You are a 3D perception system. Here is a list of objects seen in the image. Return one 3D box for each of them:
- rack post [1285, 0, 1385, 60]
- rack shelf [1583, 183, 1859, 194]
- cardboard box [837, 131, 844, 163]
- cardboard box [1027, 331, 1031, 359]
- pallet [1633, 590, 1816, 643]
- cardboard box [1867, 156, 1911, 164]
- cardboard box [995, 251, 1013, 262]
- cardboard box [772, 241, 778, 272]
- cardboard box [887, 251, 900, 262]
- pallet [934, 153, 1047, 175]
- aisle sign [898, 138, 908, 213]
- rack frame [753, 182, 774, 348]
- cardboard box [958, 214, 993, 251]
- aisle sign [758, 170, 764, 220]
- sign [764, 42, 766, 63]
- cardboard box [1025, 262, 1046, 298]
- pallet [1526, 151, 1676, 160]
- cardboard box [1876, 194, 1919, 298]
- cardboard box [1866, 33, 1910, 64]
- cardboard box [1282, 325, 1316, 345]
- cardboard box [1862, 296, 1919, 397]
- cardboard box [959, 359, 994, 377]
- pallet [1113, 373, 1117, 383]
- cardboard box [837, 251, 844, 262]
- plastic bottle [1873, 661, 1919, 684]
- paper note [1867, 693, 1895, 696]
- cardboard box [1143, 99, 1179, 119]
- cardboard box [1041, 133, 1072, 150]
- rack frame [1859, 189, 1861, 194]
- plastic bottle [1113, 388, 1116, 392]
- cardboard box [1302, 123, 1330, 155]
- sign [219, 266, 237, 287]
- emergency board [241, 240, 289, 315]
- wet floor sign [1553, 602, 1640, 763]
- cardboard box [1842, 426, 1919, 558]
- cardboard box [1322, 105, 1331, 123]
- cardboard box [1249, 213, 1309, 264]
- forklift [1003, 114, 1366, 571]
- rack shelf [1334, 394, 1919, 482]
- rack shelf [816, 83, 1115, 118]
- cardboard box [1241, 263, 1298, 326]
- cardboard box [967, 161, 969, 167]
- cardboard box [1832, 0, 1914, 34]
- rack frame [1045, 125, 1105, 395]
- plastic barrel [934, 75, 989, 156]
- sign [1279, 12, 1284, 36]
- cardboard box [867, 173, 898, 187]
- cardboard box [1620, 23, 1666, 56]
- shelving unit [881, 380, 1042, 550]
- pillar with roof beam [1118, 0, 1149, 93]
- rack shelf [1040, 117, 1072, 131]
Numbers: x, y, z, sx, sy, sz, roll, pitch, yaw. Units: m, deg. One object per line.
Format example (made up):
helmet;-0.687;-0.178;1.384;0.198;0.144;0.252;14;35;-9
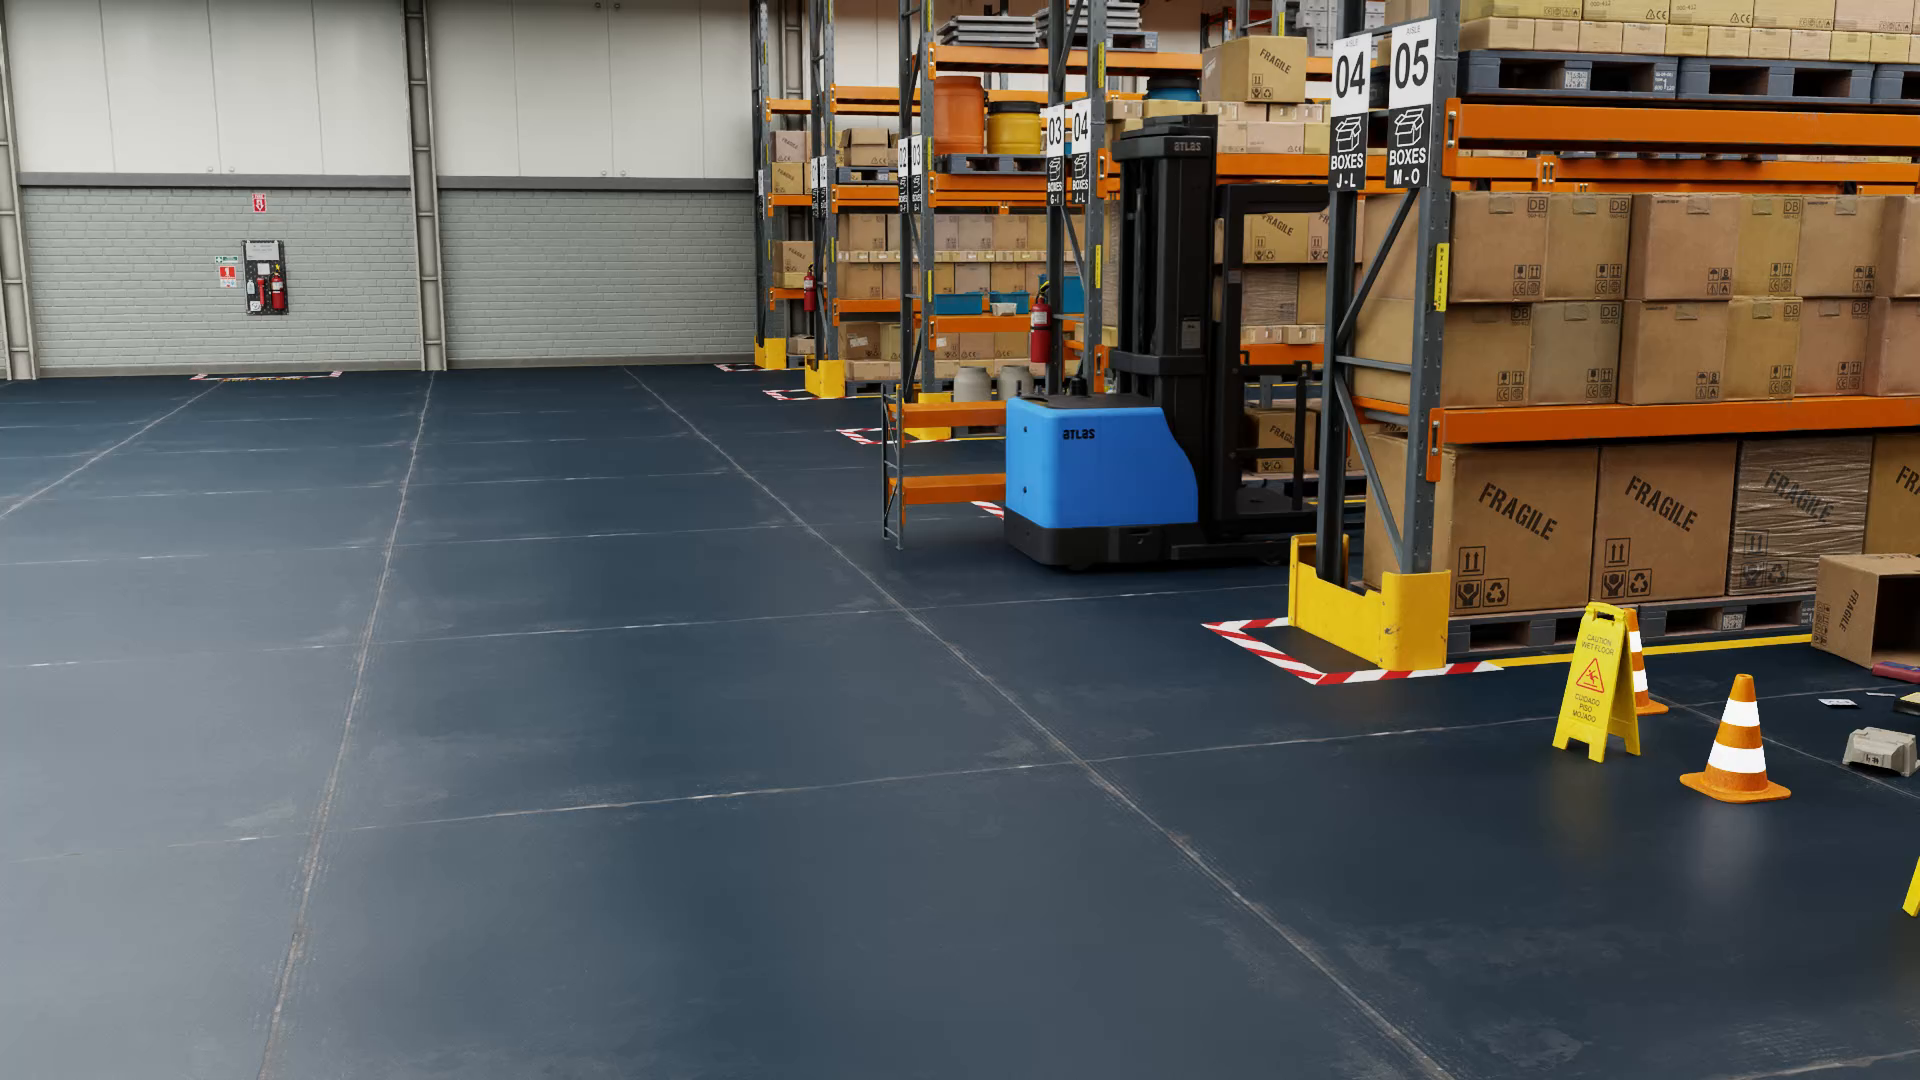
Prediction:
rack post;5.238;-6.011;19.289;3.121;1.000;1.013;-3;11;-16
rack shelf;9.132;-4.272;20.671;4.000;0.370;1.077;-3;11;-16
cardboard box;-1.816;-6.415;27.228;0.500;0.500;0.500;-3;11;-14
cardboard box;1.123;-2.847;23.589;0.500;0.500;0.500;-3;11;-16
pallet;4.119;0.340;9.618;1.213;0.211;1.003;-3;11;-16
cardboard box;8.208;-3.523;15.030;0.500;0.250;0.500;-3;11;-16
cardboard box;0.569;-3.962;23.214;0.250;0.149;0.380;-3;11;-14
cardboard box;-2.845;-4.733;27.757;0.500;0.500;0.500;-3;11;-17
cardboard box;-0.921;-3.883;22.786;0.250;0.149;0.380;-3;11;-16
pallet;0.352;-4.052;18.009;1.213;0.211;1.003;-3;11;-16
aisle sign;-0.622;-3.971;18.154;0.004;0.787;0.394;-3;11;-16
rack frame;-3.239;-4.367;27.483;0.127;3.000;1.000;-3;11;-16
cardboard box;0.120;-4.296;23.238;0.500;0.500;0.700;-3;11;-16
aisle sign;-3.224;-5.590;26.945;0.004;0.787;0.394;-3;11;-16
sign;-3.087;-7.721;26.336;0.005;0.325;0.100;-3;11;-16
cardboard box;1.061;-3.706;23.618;0.500;0.500;0.700;-3;11;-17
pallet;5.378;-3.382;14.365;1.003;0.211;1.213;-3;11;-16
cardboard box;5.185;-1.663;9.398;0.550;0.550;0.875;-3;11;-16
cardboard box;4.809;-2.601;8.862;0.250;0.149;0.380;-3;11;-15
cardboard box;2.722;-1.692;13.648;0.250;0.149;0.380;-3;11;-16
cardboard box;5.172;-1.140;9.541;0.550;0.550;0.875;-3;11;-16
cardboard box;0.167;-2.424;23.366;0.500;0.250;0.500;-3;11;-16
pallet;2.687;-2.381;24.398;1.213;0.211;1.003;-3;11;-16
cardboard box;-1.537;-3.927;23.024;0.250;0.149;0.380;-3;11;-17
plastic bottle;4.714;0.665;8.267;0.133;0.061;0.283;-8;13;-36
paper note;4.425;0.742;7.987;0.123;0.001;0.032;3;11;14
cardboard box;1.520;-3.351;12.994;0.250;0.149;0.380;-3;11;-15
cardboard box;1.433;-5.529;23.685;0.500;0.500;0.500;-2;11;-11
rack frame;11.052;-3.252;21.427;0.127;3.000;1.000;-3;11;-16
plastic bottle;1.788;-1.659;19.289;0.097;0.201;0.097;0;10;0
cardboard box;2.918;-3.243;13.510;0.500;0.250;0.500;-3;11;-14
sign;-11.512;-4.138;26.142;0.234;0.329;0.001;-3;11;-16
emergency board;-10.953;-4.131;26.200;0.643;1.169;0.194;-3;11;-16
wet floor sign;2.730;0.587;7.075;0.232;0.644;0.267;-5;12;-26
cardboard box;5.421;-0.261;9.887;0.875;0.875;0.875;-3;11;-15
cardboard box;2.977;-3.451;13.537;0.250;0.149;0.380;-3;11;-18
cardboard box;2.481;-2.501;13.488;0.500;0.500;0.500;-3;11;-16
forklift;1.879;-1.362;11.350;3.031;2.935;1.130;-3;11;-14
rack shelf;4.124;-0.664;9.355;4.000;0.370;1.077;-3;11;-16
rack shelf;0.070;-6.007;22.915;4.000;0.370;1.077;-3;11;-16
cardboard box;2.389;-2.066;13.888;0.500;0.500;0.875;-3;11;-16
cardboard box;-0.180;-5.342;22.674;0.500;0.500;0.500;-3;11;-16
cardboard box;4.678;-2.802;8.855;0.500;0.250;0.500;-3;11;-16
rack frame;0.915;-1.784;13.451;0.127;3.000;1.000;-3;11;-16
plastic barrel;-0.039;-4.584;18.033;0.708;0.830;0.600;-3;11;-16
sign;3.514;-5.599;18.181;0.005;0.325;0.100;-3;11;-16
cardboard box;-1.316;-5.953;27.484;0.500;0.500;0.500;-2;11;-12
cardboard box;3.351;-2.524;8.445;0.250;0.149;0.380;-3;11;-16
shelving unit;0.006;-0.554;11.946;1.048;1.125;0.538;-3;11;-16
pillar with roof beam;4.156;-7.059;25.533;0.548;9.000;9.100;-3;11;-16
rack shelf;2.522;-7.071;28.691;4.000;0.370;1.077;-3;11;-16
